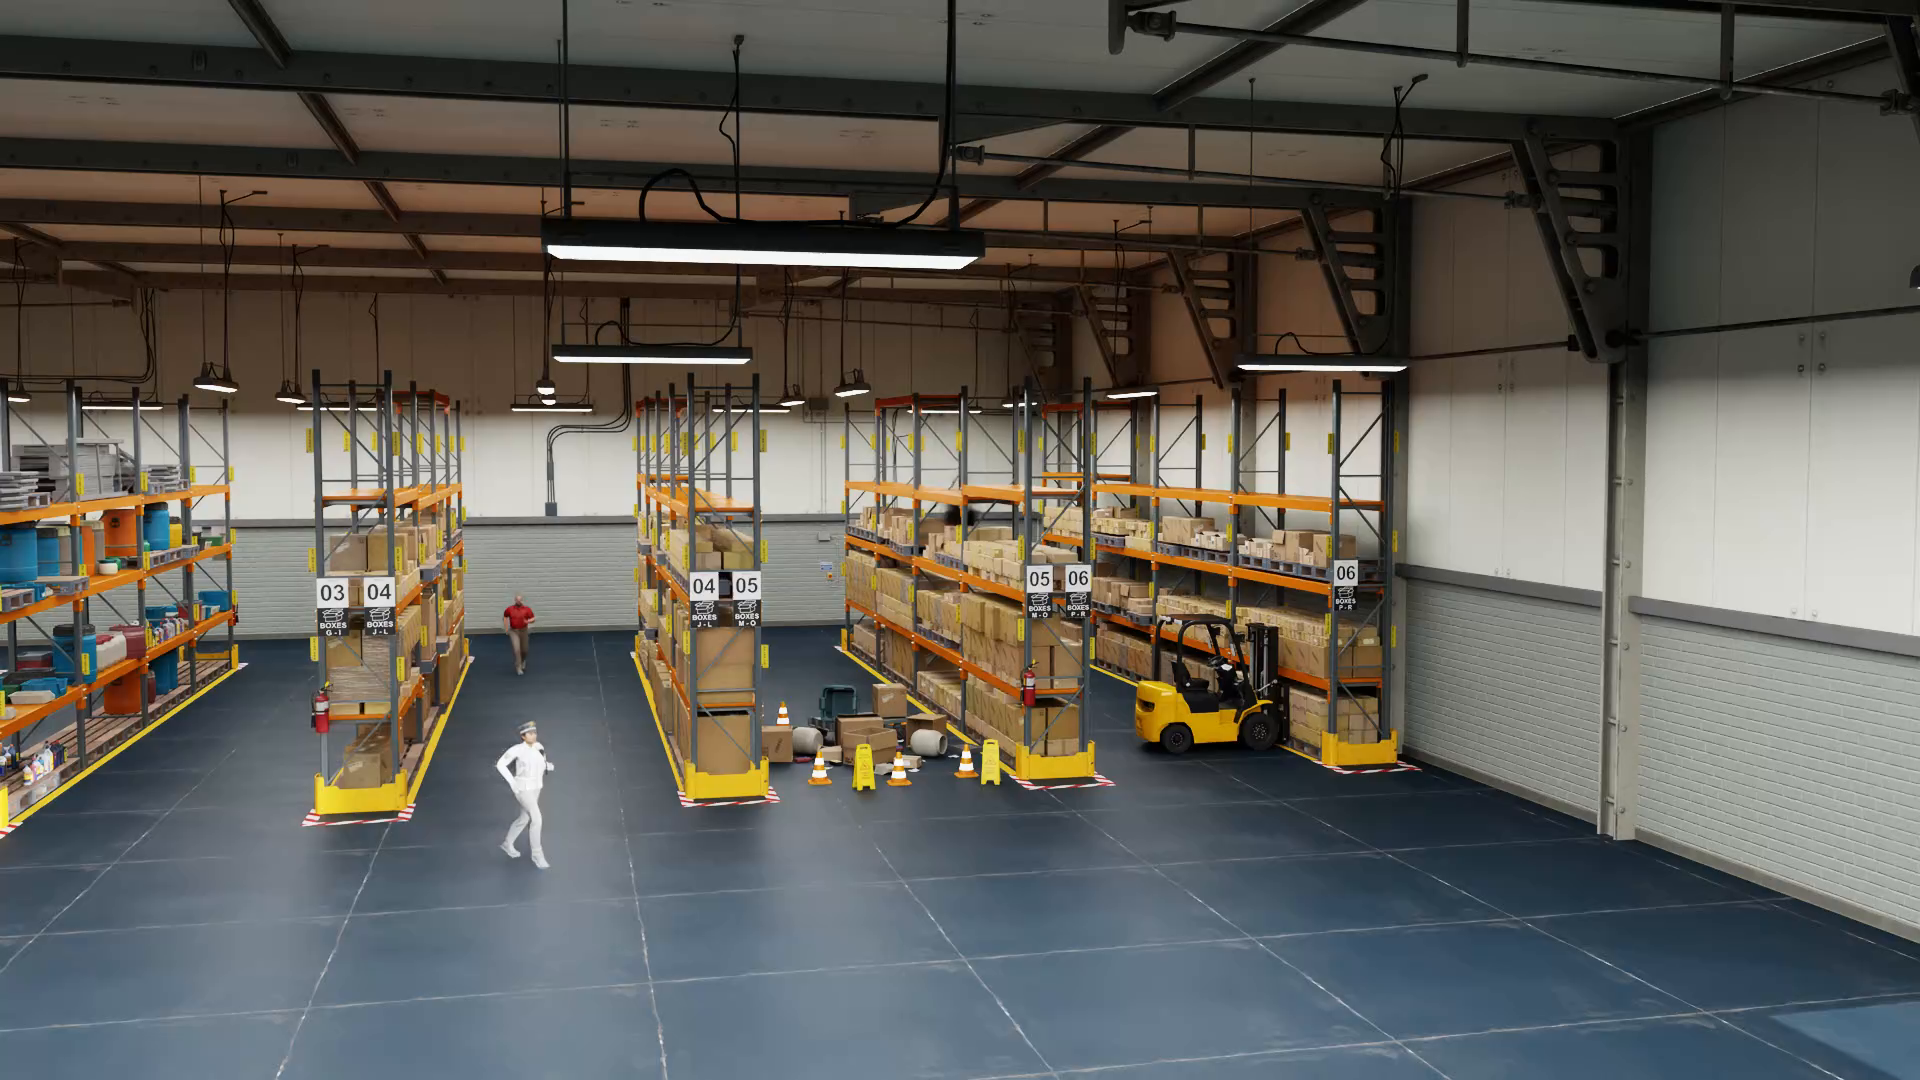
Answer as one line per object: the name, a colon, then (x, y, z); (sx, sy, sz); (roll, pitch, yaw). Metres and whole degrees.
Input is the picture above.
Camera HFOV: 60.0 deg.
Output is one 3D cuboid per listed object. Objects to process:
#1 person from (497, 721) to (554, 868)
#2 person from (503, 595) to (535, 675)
person: (-5.162, 3.018, 19.854); (0.758, 1.754, 0.584); (2, 4, 27)
person: (-9.589, 2.039, 36.188); (0.665, 1.709, 0.939); (-1, 3, -19)
